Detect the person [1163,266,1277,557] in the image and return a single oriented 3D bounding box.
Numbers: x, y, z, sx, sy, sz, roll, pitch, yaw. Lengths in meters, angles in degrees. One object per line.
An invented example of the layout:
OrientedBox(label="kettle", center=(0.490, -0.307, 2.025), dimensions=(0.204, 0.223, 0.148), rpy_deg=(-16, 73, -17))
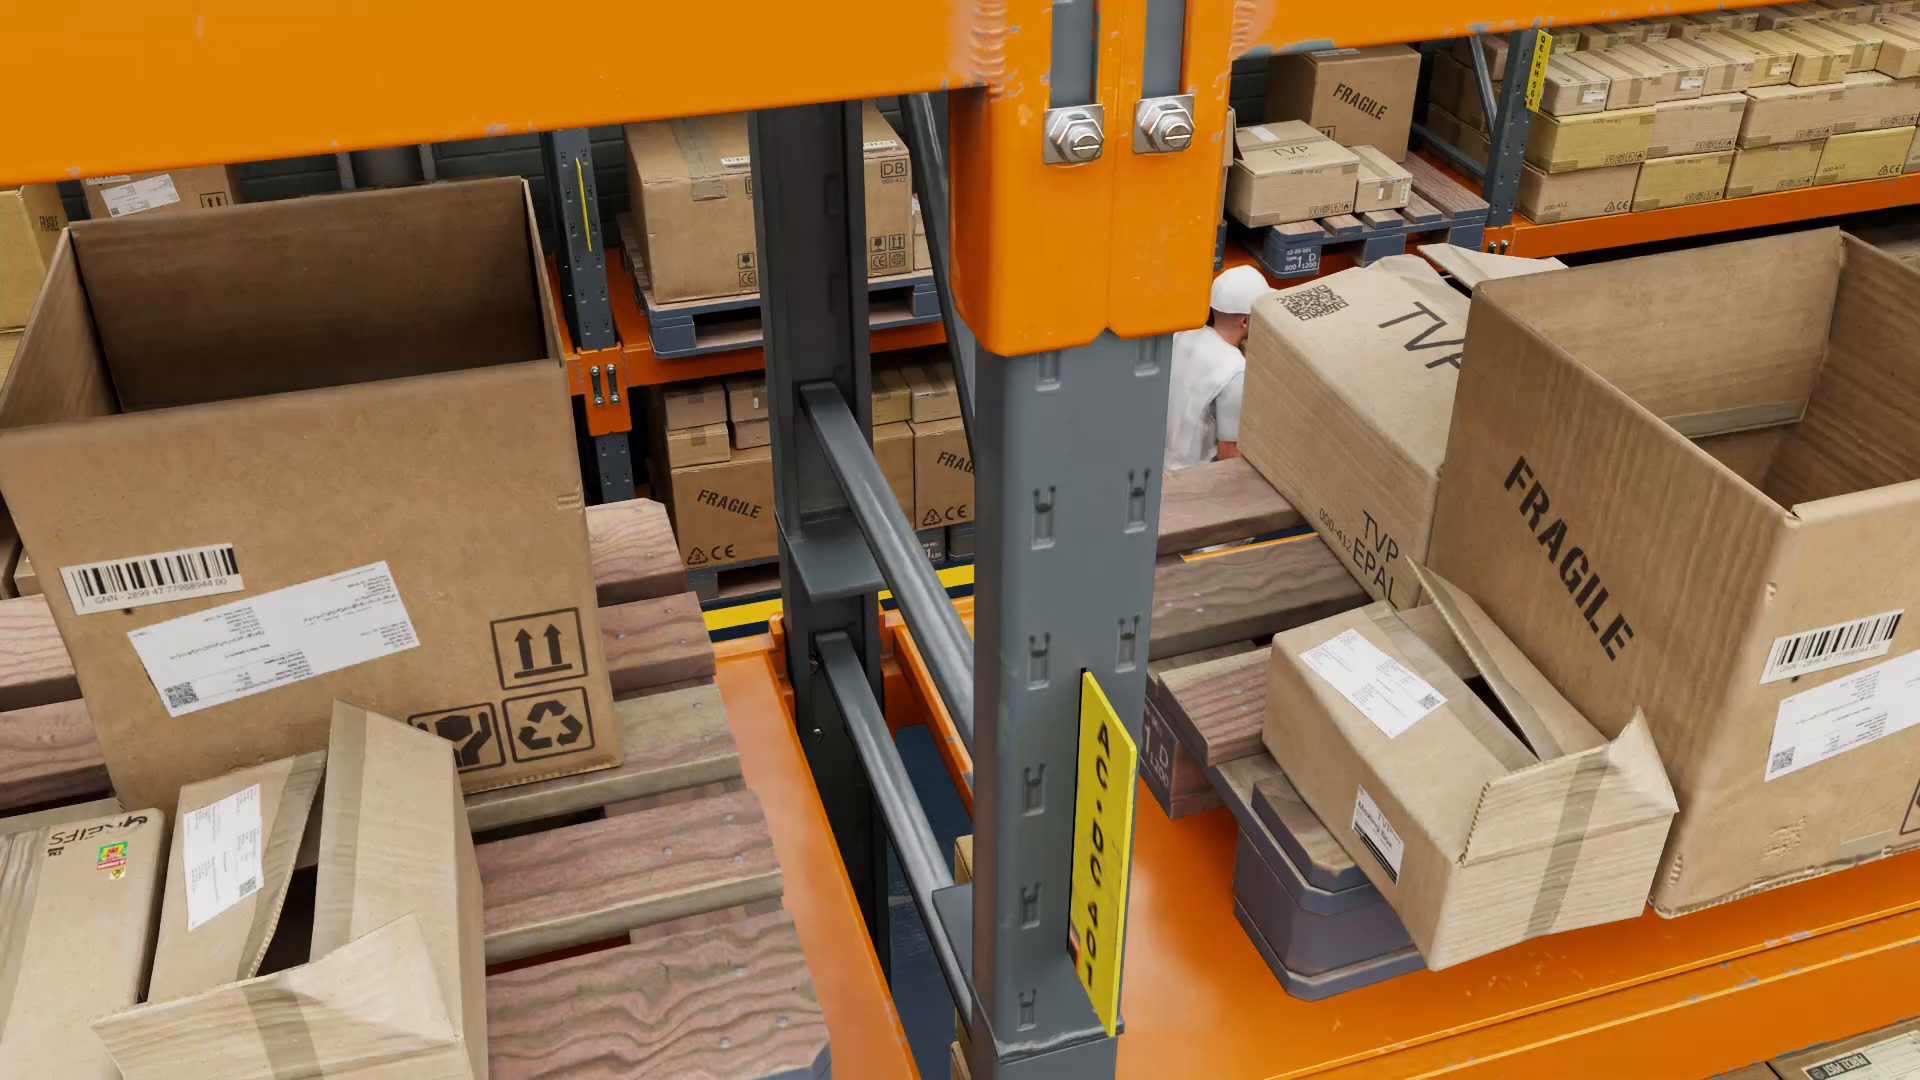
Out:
OrientedBox(label="person", center=(0.969, -0.217, 6.453), dimensions=(0.449, 1.779, 0.609), rpy_deg=(-11, 35, -15))
